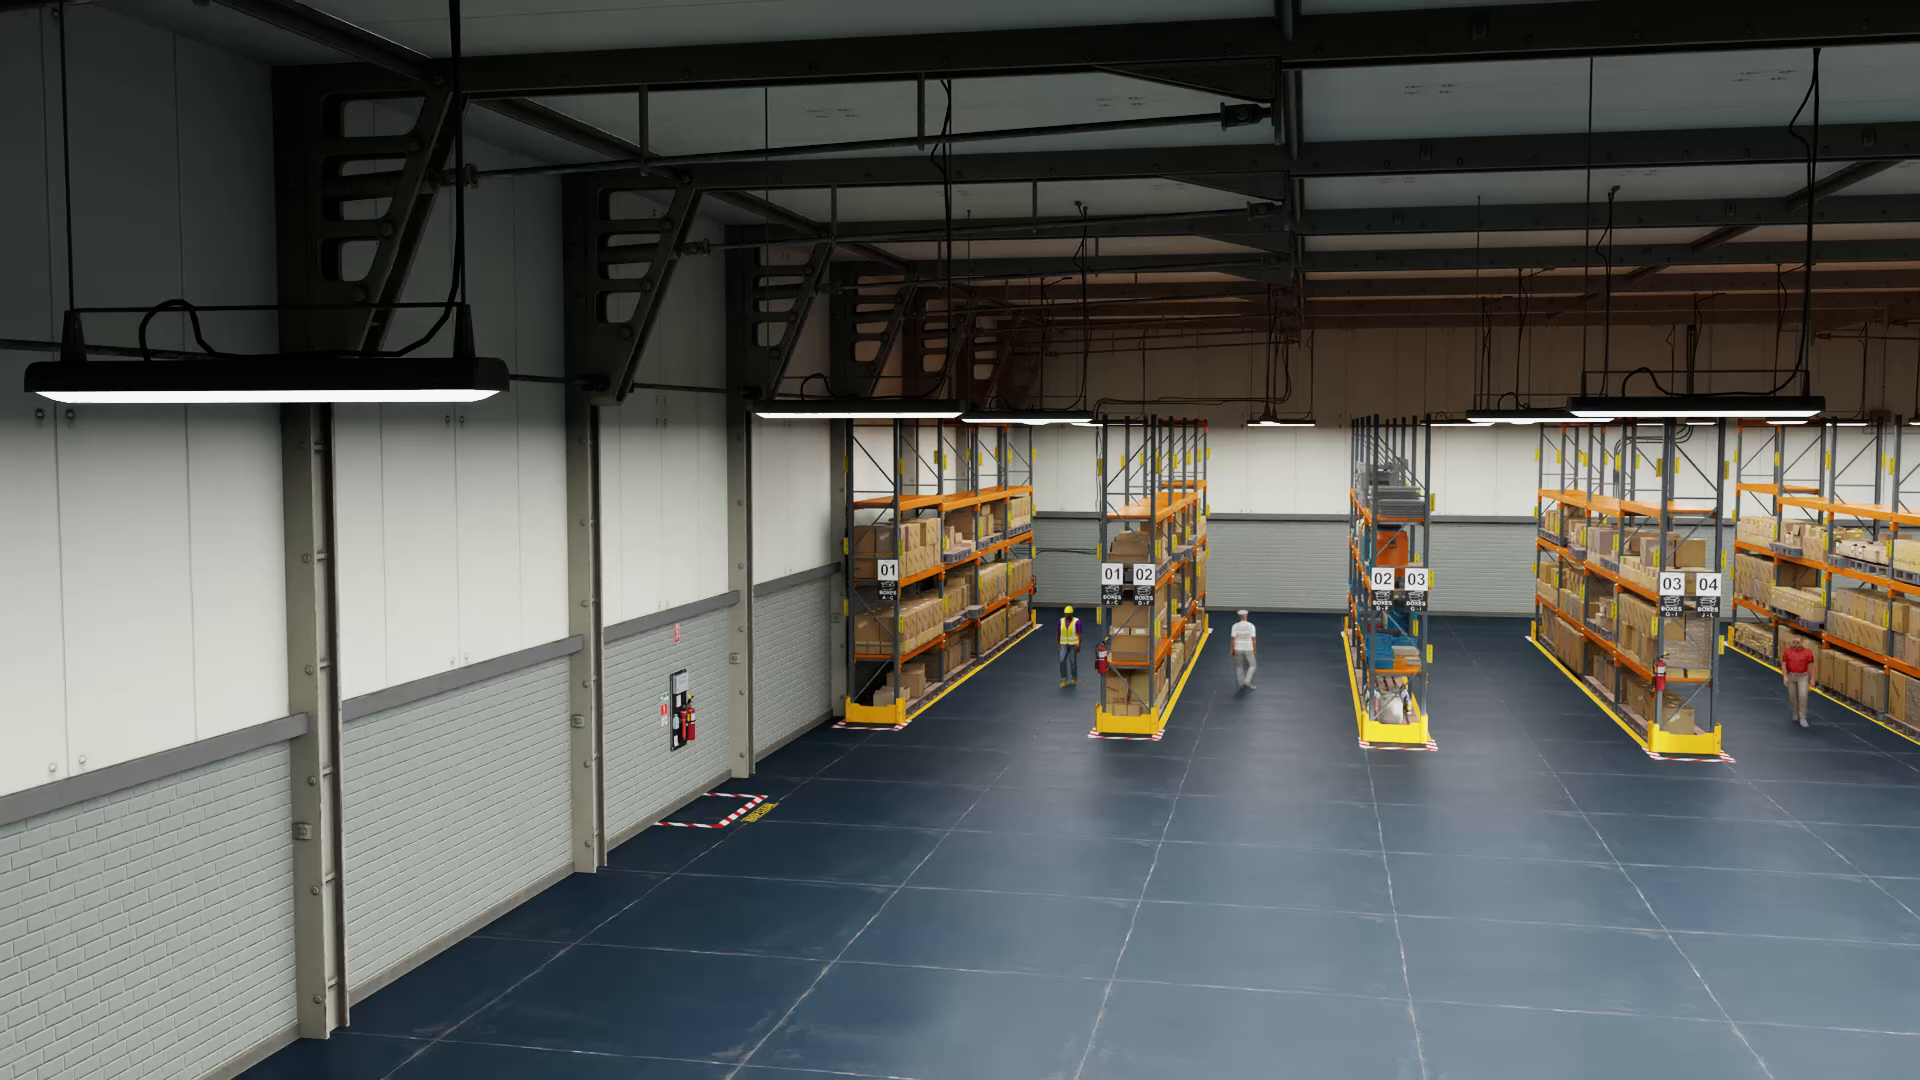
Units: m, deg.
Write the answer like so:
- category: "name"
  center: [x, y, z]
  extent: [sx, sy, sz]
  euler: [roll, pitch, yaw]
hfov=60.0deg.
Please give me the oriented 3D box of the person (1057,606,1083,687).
- category: "person"
  center: [2.439, 2.375, 37.192]
  extent: [0.621, 1.807, 0.581]
  euler: [1, 4, 20]

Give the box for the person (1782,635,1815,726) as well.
- category: "person"
  center: [16.271, 2.700, 32.315]
  extent: [0.593, 1.690, 0.876]
  euler: [3, 5, 40]

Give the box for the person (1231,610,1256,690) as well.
- category: "person"
  center: [6.225, 2.422, 36.458]
  extent: [0.585, 1.756, 0.562]
  euler: [1, 4, 17]

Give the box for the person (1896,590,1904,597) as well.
- category: "person"
  center: [24.363, 1.937, 43.469]
  extent: [0.749, 1.777, 0.474]
  euler: [-1, 4, -15]
